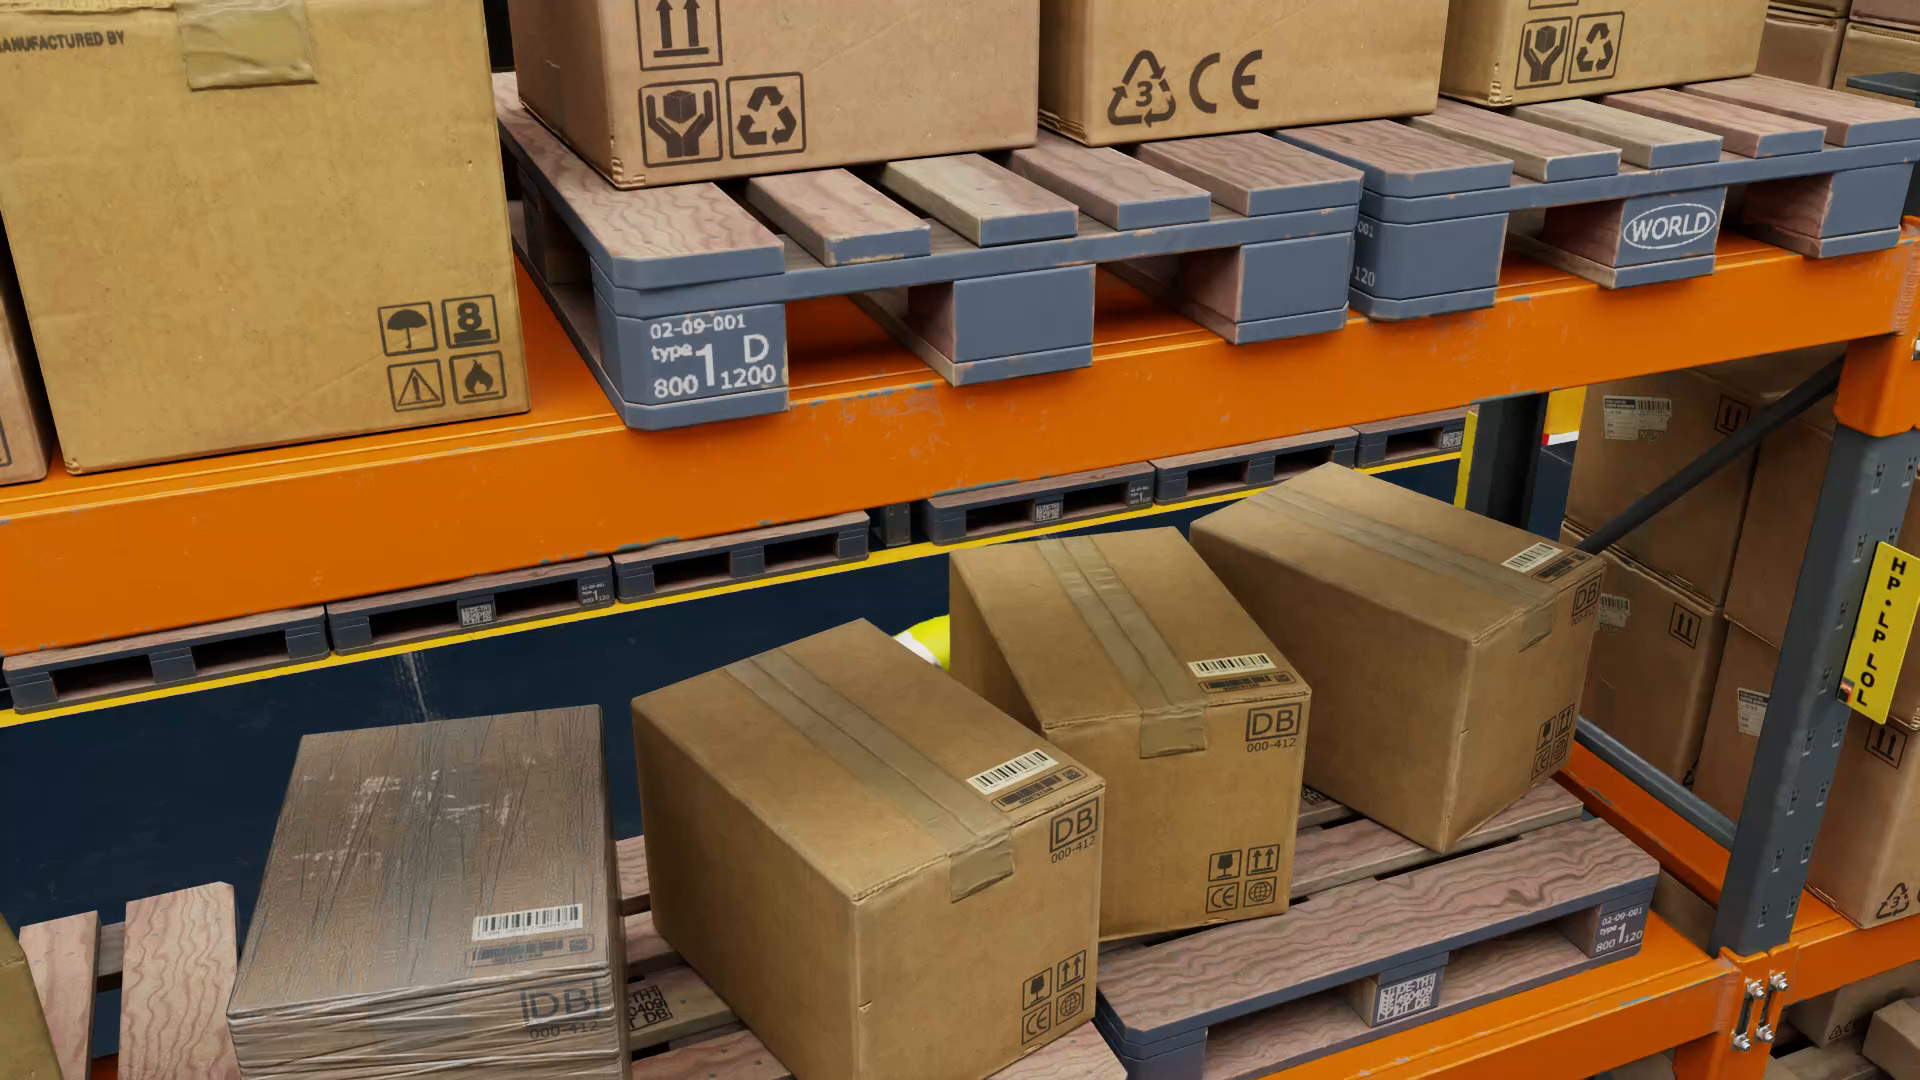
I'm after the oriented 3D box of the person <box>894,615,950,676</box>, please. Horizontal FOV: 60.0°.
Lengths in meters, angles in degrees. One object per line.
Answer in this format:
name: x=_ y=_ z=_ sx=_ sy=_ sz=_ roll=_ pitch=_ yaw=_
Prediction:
person: x=-0.016 y=0.605 z=5.727 sx=0.586 sy=0.996 sz=0.888 roll=-10 pitch=28 yaw=-20
